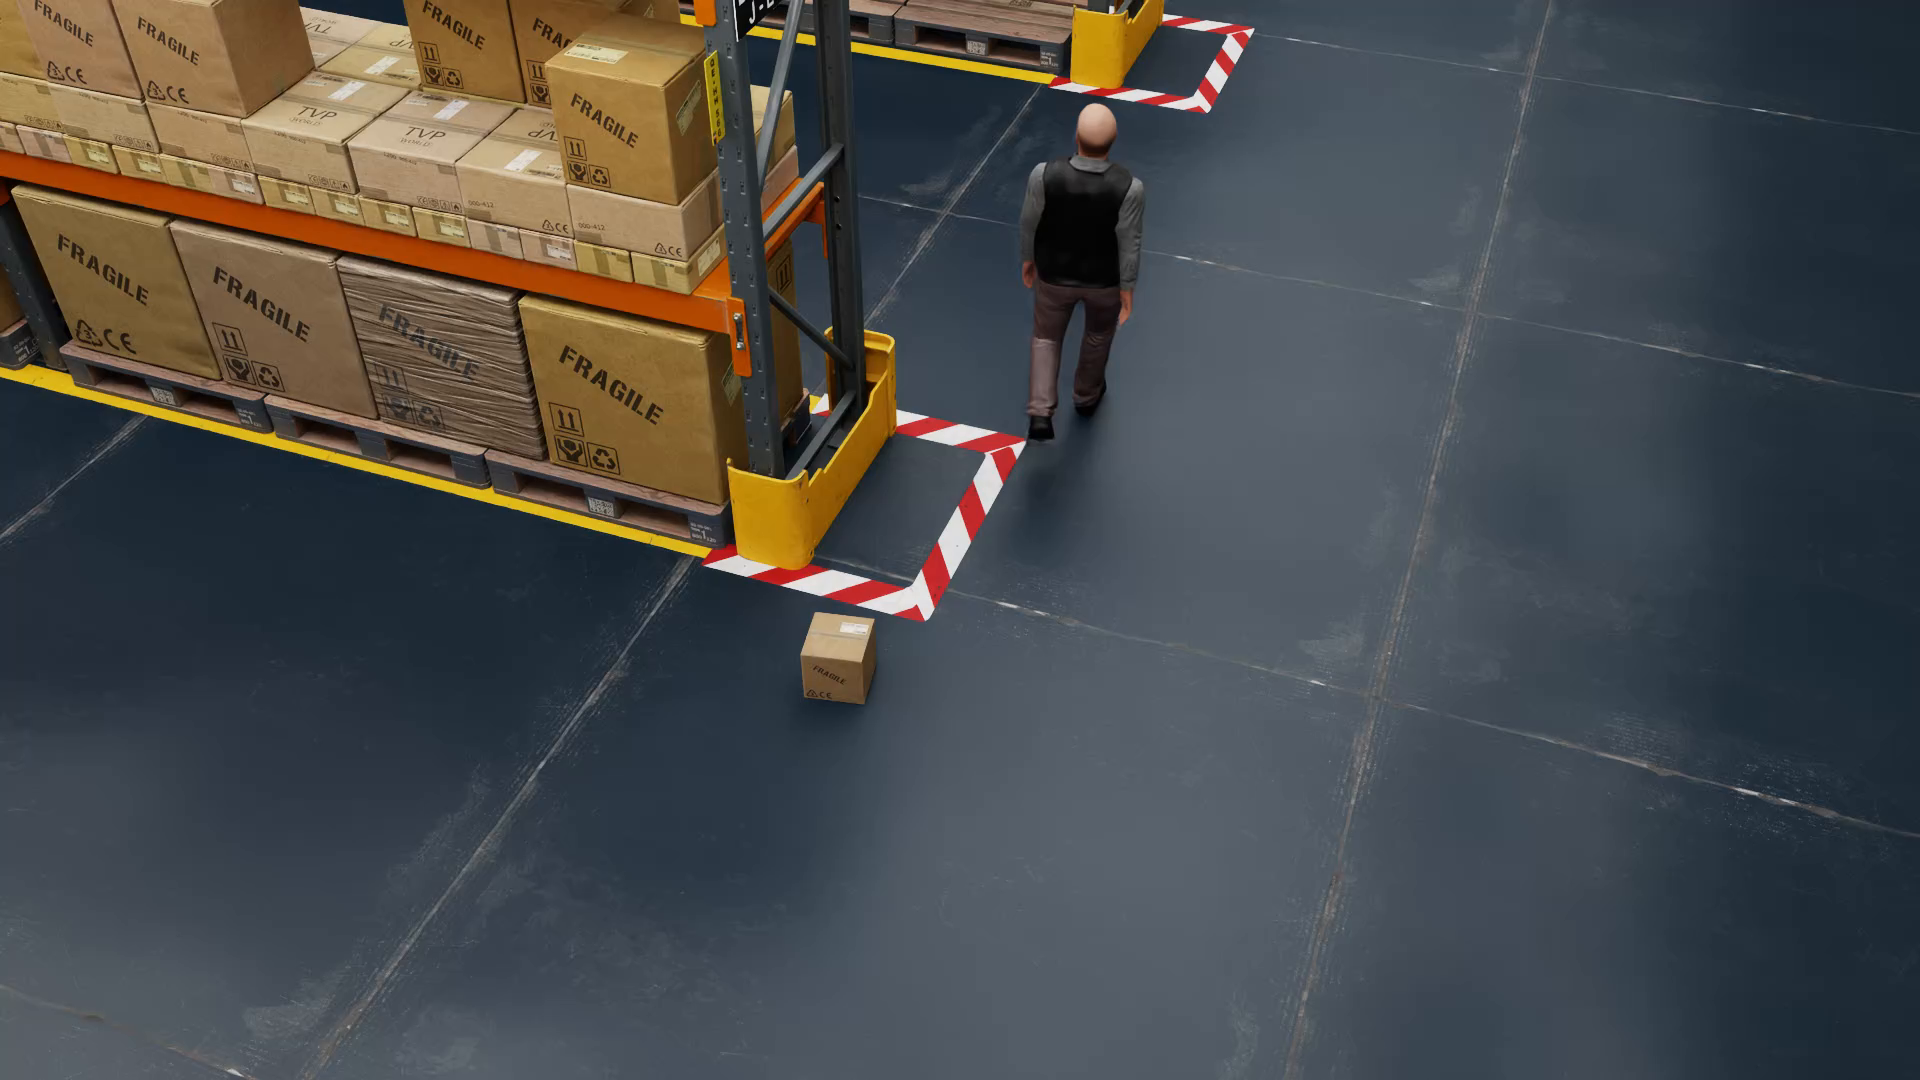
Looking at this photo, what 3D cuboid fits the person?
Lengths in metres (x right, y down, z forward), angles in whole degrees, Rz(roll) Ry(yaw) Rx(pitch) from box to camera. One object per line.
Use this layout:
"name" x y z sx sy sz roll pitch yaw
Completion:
"person" 0.533 -1.185 7.516 0.552 1.696 0.810 7 42 8
